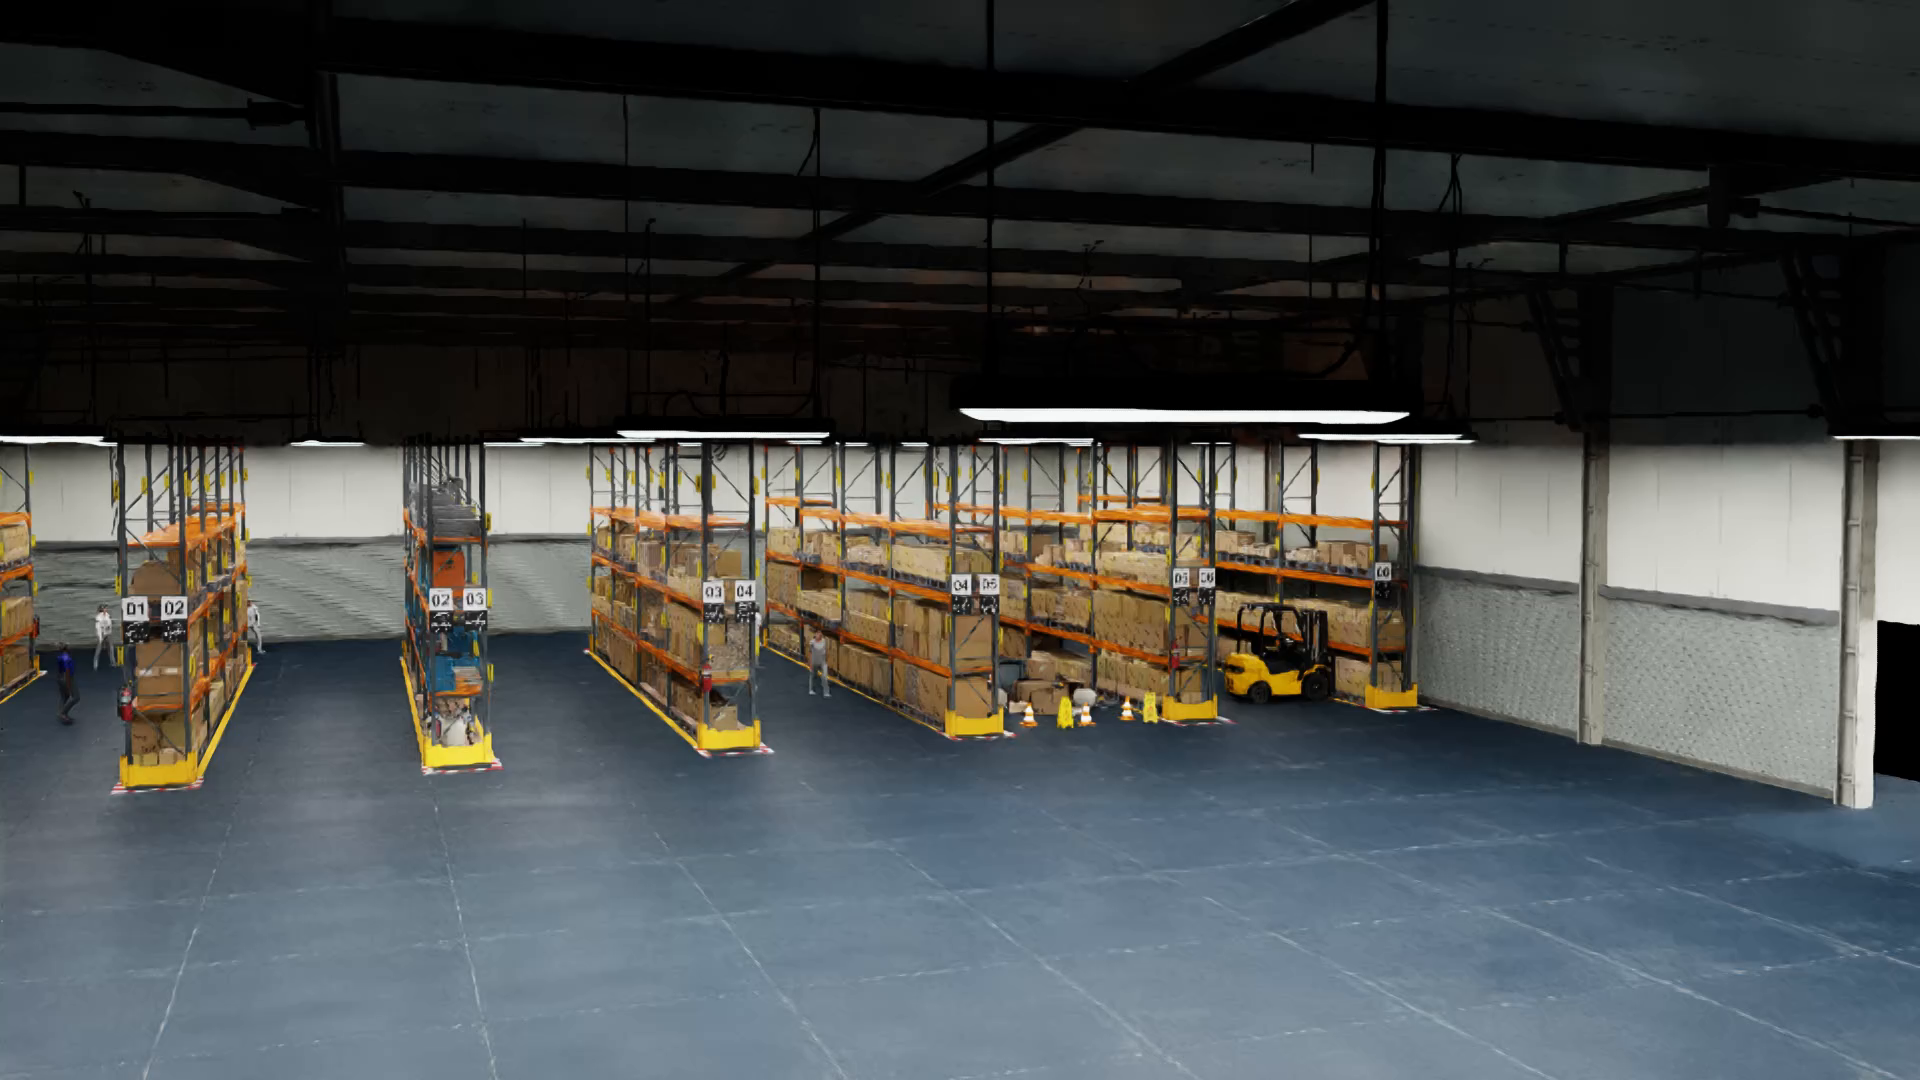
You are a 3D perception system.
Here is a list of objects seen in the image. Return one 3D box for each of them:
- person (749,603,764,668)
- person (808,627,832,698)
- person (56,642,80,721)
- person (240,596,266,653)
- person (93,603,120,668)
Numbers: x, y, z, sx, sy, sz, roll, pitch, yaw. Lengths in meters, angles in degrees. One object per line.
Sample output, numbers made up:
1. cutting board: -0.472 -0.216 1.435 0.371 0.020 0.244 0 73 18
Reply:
1. person: -5.302 2.474 43.267 0.553 1.684 0.438 3 4 40
2. person: -3.259 2.796 38.157 0.446 1.590 1.110 -1 3 -18
3. person: -18.690 2.970 34.730 0.502 1.655 0.423 3 4 42
4. person: -19.761 2.348 46.267 0.644 1.615 0.783 -3 4 -38
5. person: -22.277 2.474 43.338 0.516 1.671 0.668 1 3 13
